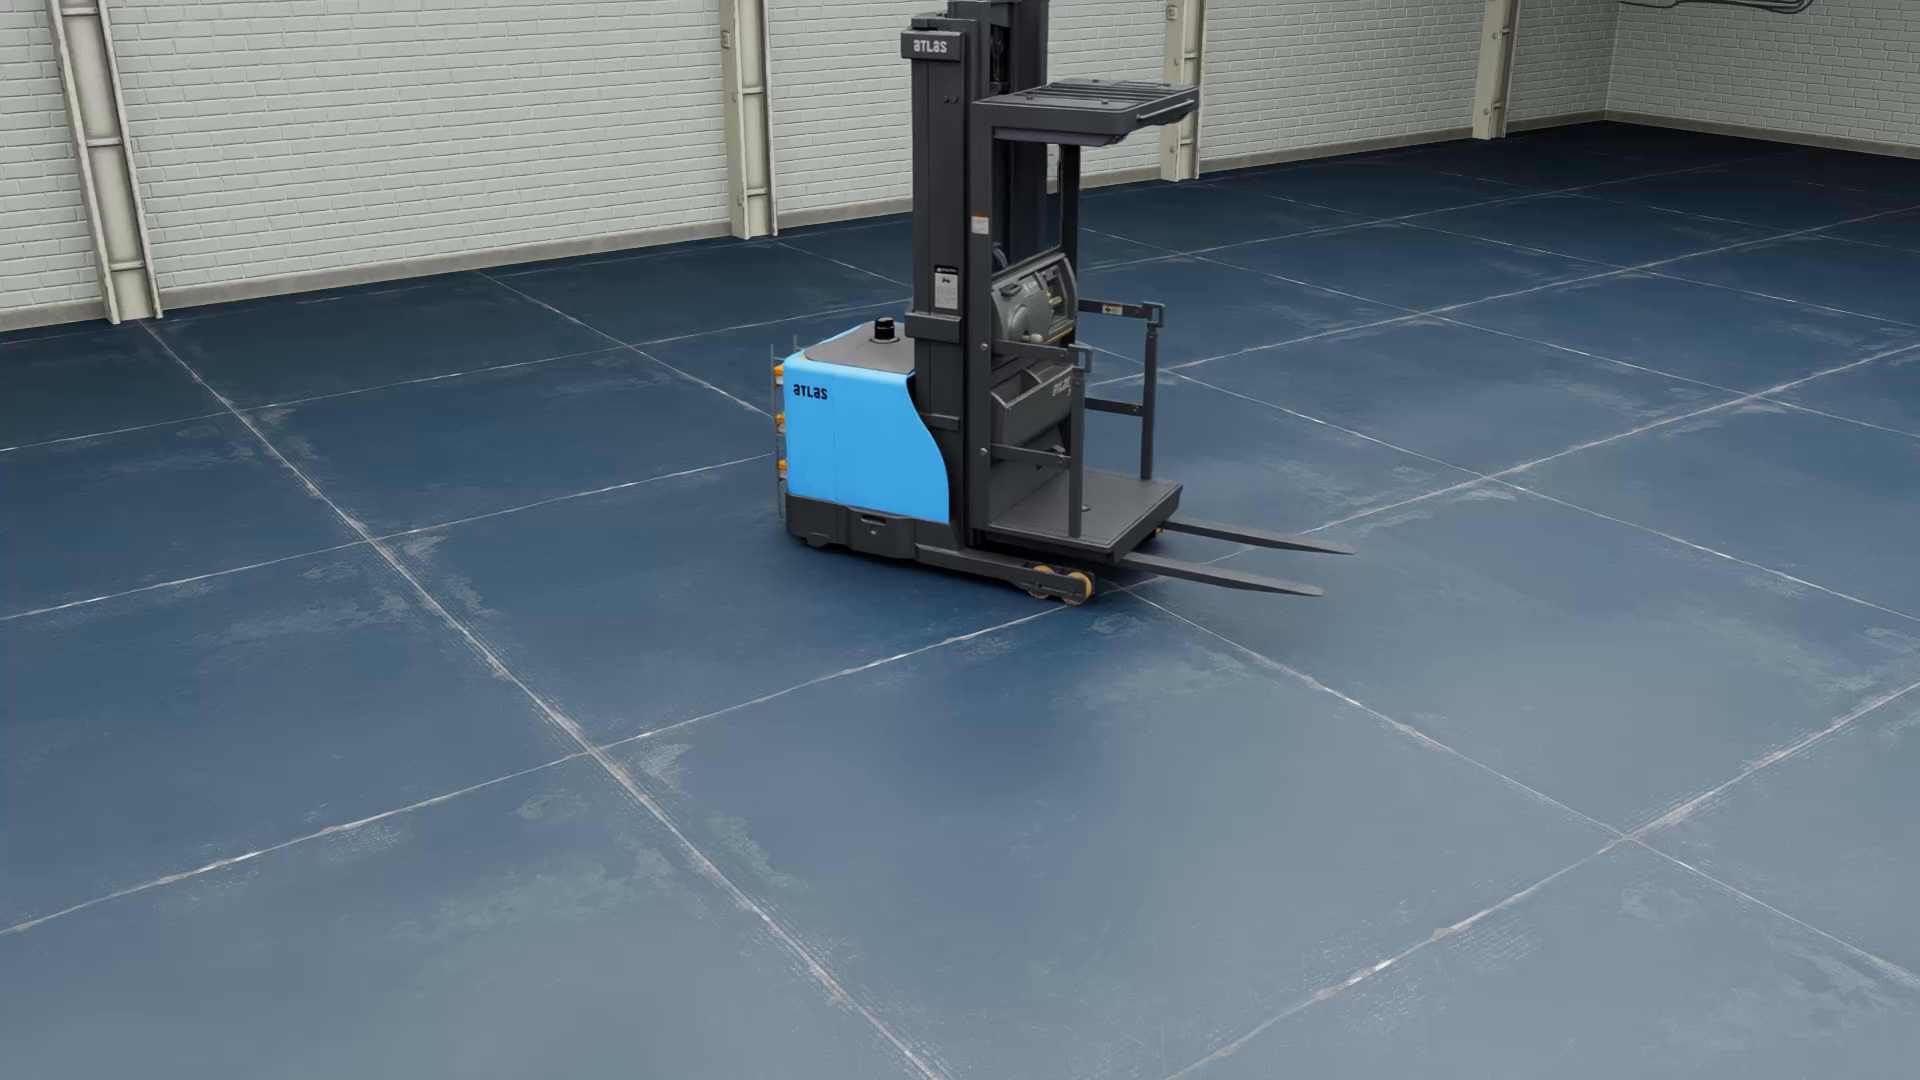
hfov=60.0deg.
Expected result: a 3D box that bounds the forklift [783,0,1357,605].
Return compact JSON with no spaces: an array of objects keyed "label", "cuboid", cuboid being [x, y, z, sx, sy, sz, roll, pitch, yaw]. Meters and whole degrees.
[{"label":"forklift","cuboid":[0.575,-1.251,8.577,3.031,2.935,1.130,11,24,25]}]

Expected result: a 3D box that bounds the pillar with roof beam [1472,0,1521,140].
[{"label":"pillar with roof beam","cuboid":[10.103,-8.677,18.999,0.400,9.000,9.100,-15,26,-33]}]

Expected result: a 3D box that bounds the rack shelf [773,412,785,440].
[{"label":"rack shelf","cuboid":[-0.916,-0.618,9.558,0.215,0.259,0.240,10,24,25]}]

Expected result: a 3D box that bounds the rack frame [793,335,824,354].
[{"label":"rack frame","cuboid":[-0.861,-0.669,9.656,0.200,1.050,0.008,10,24,25]}]

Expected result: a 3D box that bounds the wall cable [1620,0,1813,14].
[{"label":"wall cable","cuboid":[10.752,-8.770,23.421,0.112,2.526,3.097,-15,26,-33]}]

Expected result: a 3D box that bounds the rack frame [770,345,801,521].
[{"label":"rack frame","cuboid":[-0.970,-0.588,9.453,0.200,1.050,0.008,10,24,25]}]

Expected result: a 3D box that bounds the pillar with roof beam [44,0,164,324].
[{"label":"pillar with roof beam","cuboid":[-4.508,-4.781,9.235,0.400,9.000,9.100,-15,26,-33]}]

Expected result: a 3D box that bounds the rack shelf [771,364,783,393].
[{"label":"rack shelf","cuboid":[-0.916,-0.882,9.453,0.215,0.259,0.240,10,24,25]}]

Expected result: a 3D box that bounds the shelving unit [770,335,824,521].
[{"label":"shelving unit","cuboid":[-0.916,-0.628,9.554,0.215,1.050,0.252,10,24,25]}]

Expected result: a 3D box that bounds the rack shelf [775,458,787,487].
[{"label":"rack shelf","cuboid":[-0.916,-0.360,9.661,0.215,0.259,0.240,10,24,25]}]

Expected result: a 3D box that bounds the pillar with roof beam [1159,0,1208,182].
[{"label":"pillar with roof beam","cuboid":[5.233,-7.378,15.744,0.400,9.000,9.100,-15,26,-33]}]

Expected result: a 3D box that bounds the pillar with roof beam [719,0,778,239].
[{"label":"pillar with roof beam","cuboid":[0.362,-6.079,12.490,0.400,9.000,9.100,-15,26,-33]}]
